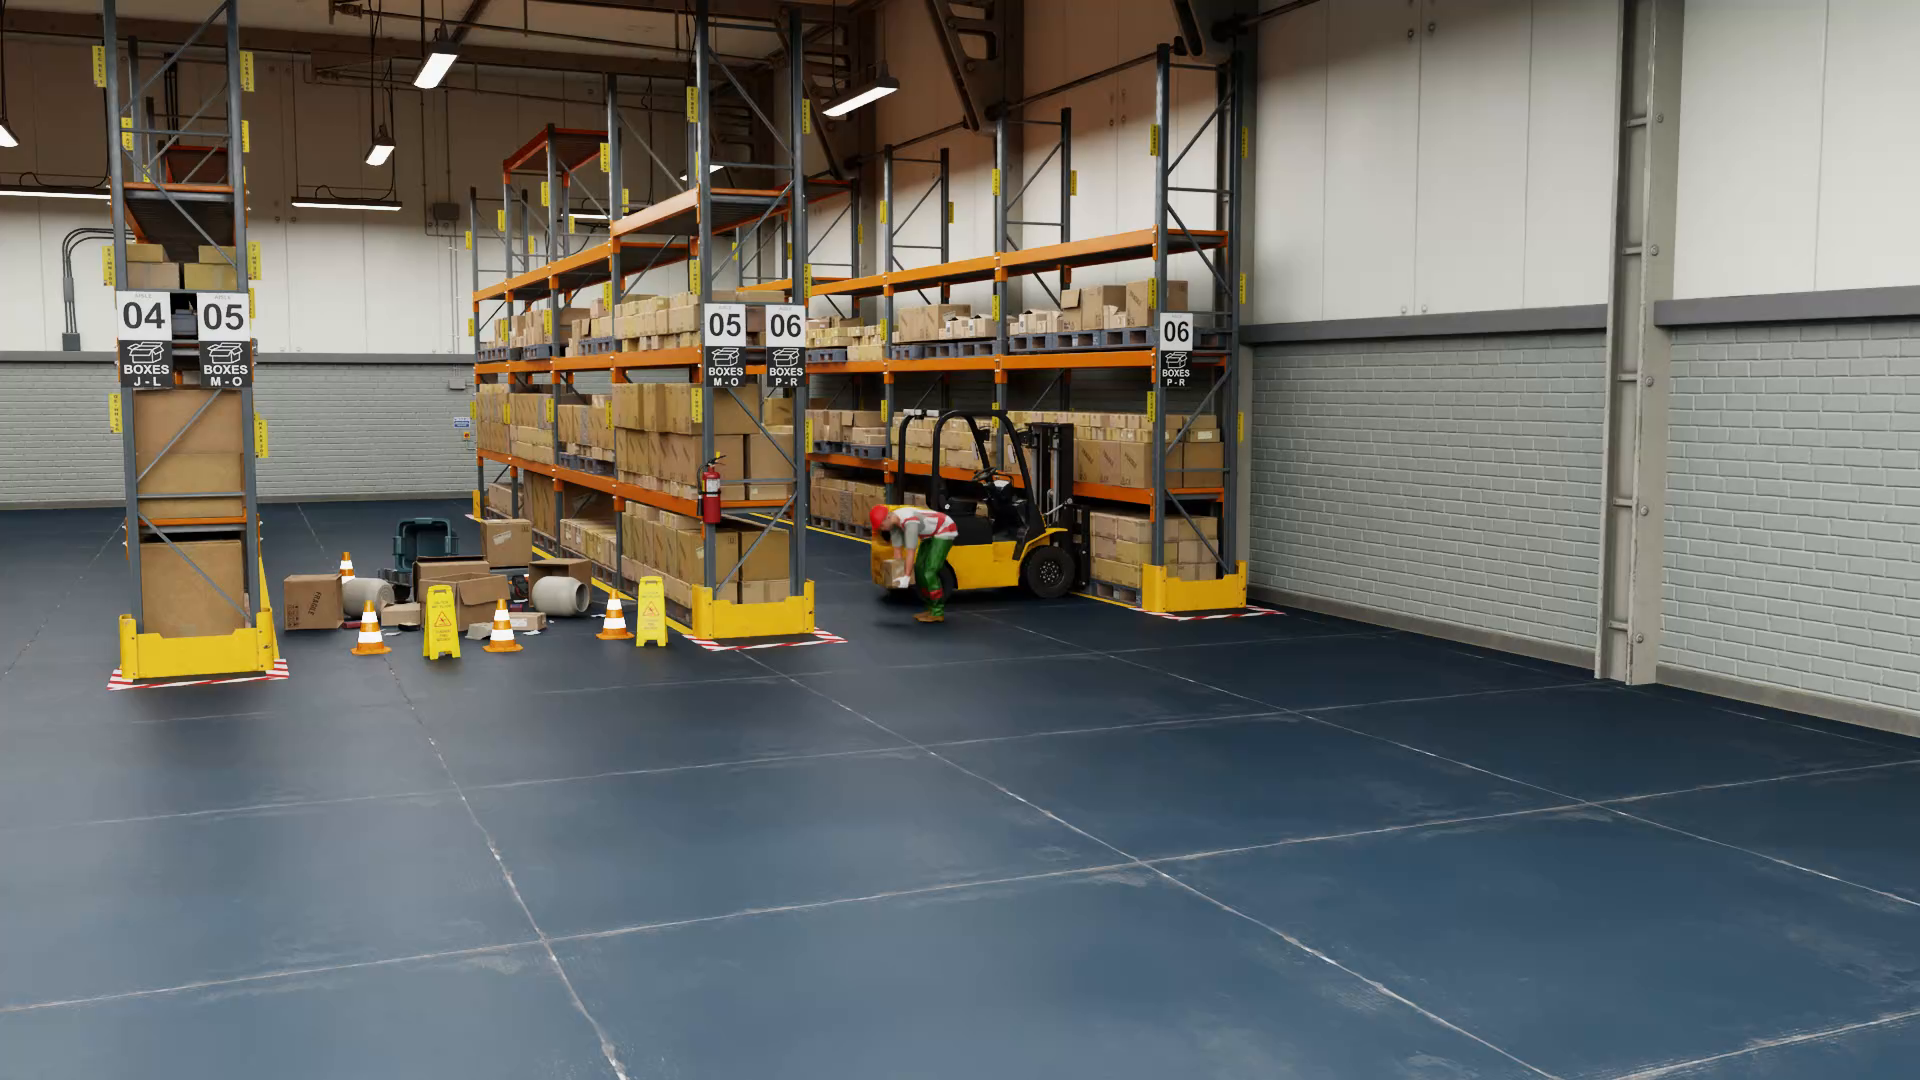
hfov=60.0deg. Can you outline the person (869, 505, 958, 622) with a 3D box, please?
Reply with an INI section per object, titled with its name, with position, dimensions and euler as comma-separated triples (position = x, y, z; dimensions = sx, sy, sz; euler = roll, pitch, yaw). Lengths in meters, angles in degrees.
[person]
position = -0.491, 0.235, 17.097
dimensions = 0.949, 1.218, 0.483
euler = -3, 6, -25
